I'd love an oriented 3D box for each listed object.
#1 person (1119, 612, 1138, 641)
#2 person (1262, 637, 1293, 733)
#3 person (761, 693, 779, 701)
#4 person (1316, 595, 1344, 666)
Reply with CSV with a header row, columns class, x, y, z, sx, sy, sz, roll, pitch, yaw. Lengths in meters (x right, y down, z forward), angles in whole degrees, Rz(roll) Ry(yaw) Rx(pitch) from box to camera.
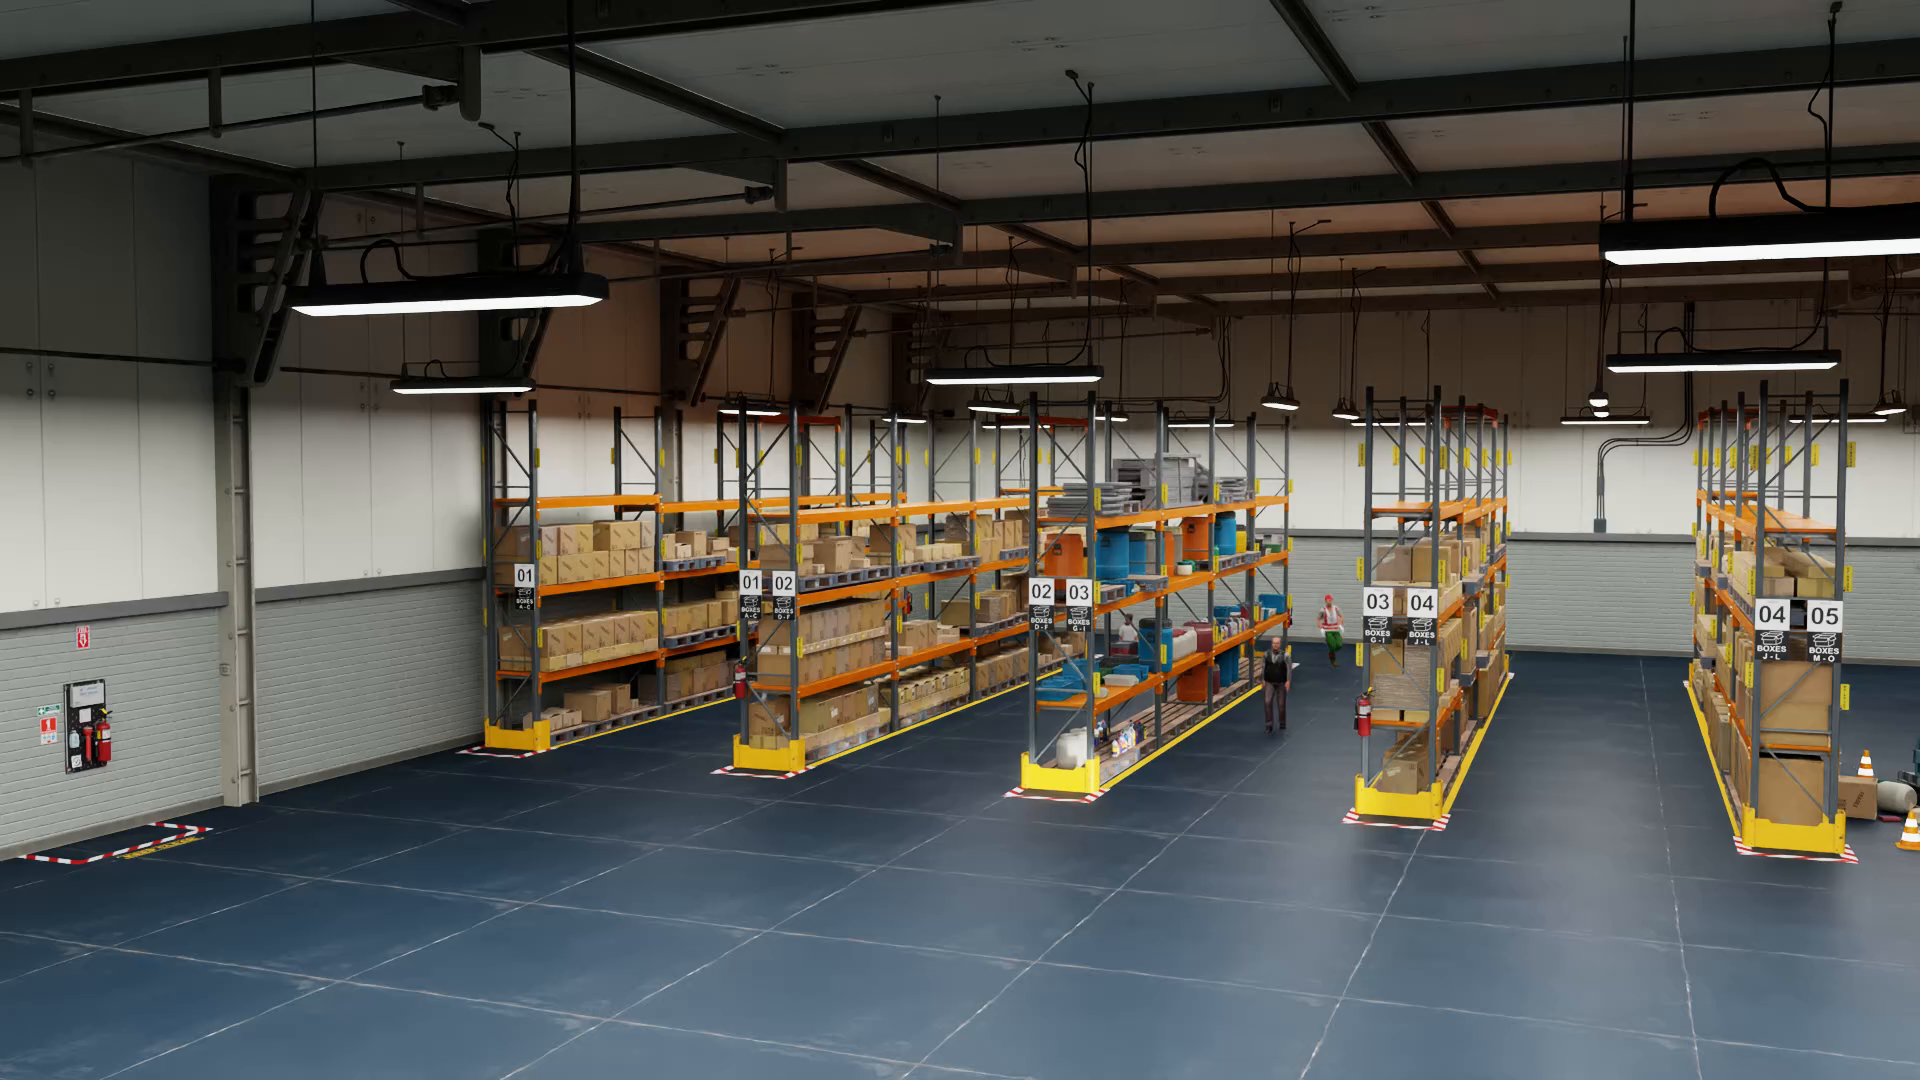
class,x,y,z,sx,sy,sz,roll,pitch,yaw
person,3.661,2.403,35.917,0.499,1.669,0.515,1,3,23
person,5.796,2.652,30.460,0.589,1.752,0.650,1,3,23
person,-3.761,2.574,33.086,0.439,1.543,0.969,0,3,-3
person,8.903,2.173,39.993,0.654,1.721,0.550,-1,3,-17
